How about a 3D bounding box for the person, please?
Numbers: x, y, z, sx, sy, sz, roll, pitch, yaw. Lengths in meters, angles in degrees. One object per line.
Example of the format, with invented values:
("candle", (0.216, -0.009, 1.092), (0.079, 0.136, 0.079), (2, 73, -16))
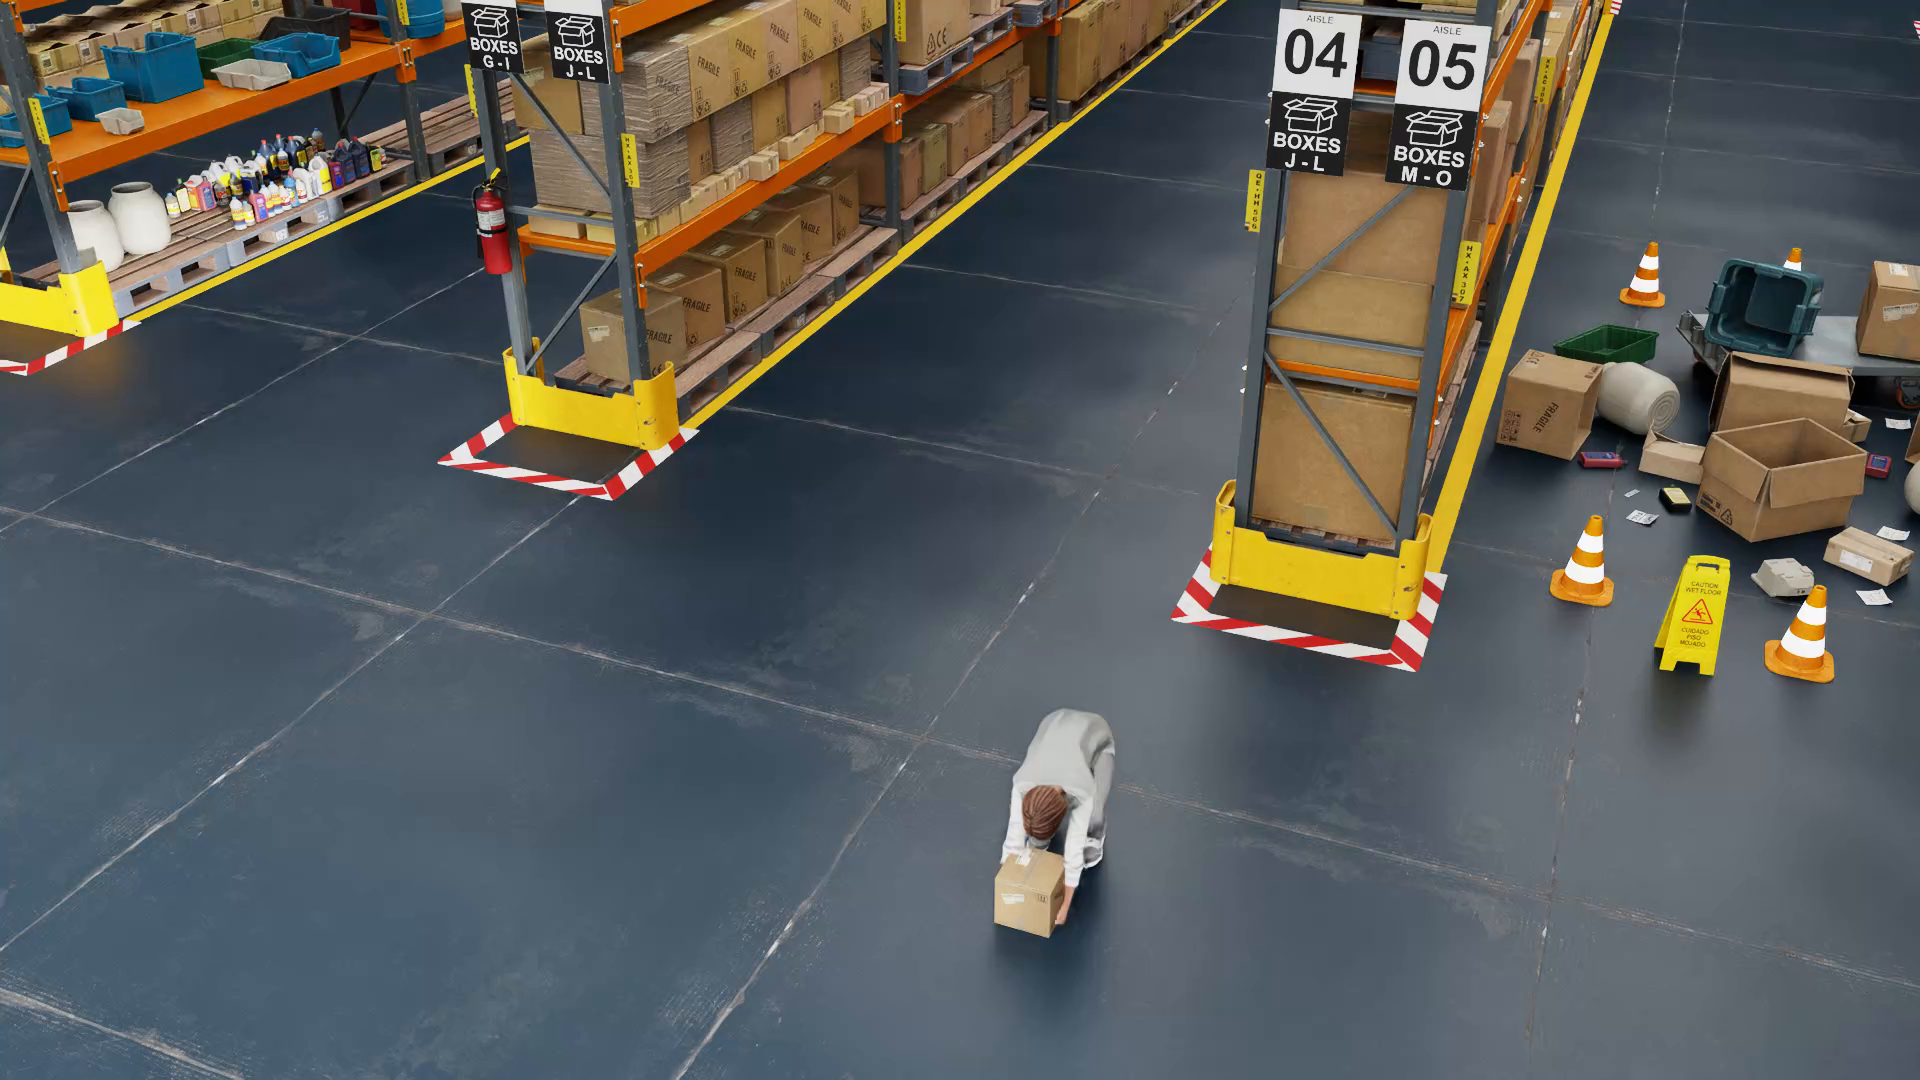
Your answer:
("person", (0.437, 1.176, 7.295), (0.421, 0.714, 0.869), (11, 32, 18))
